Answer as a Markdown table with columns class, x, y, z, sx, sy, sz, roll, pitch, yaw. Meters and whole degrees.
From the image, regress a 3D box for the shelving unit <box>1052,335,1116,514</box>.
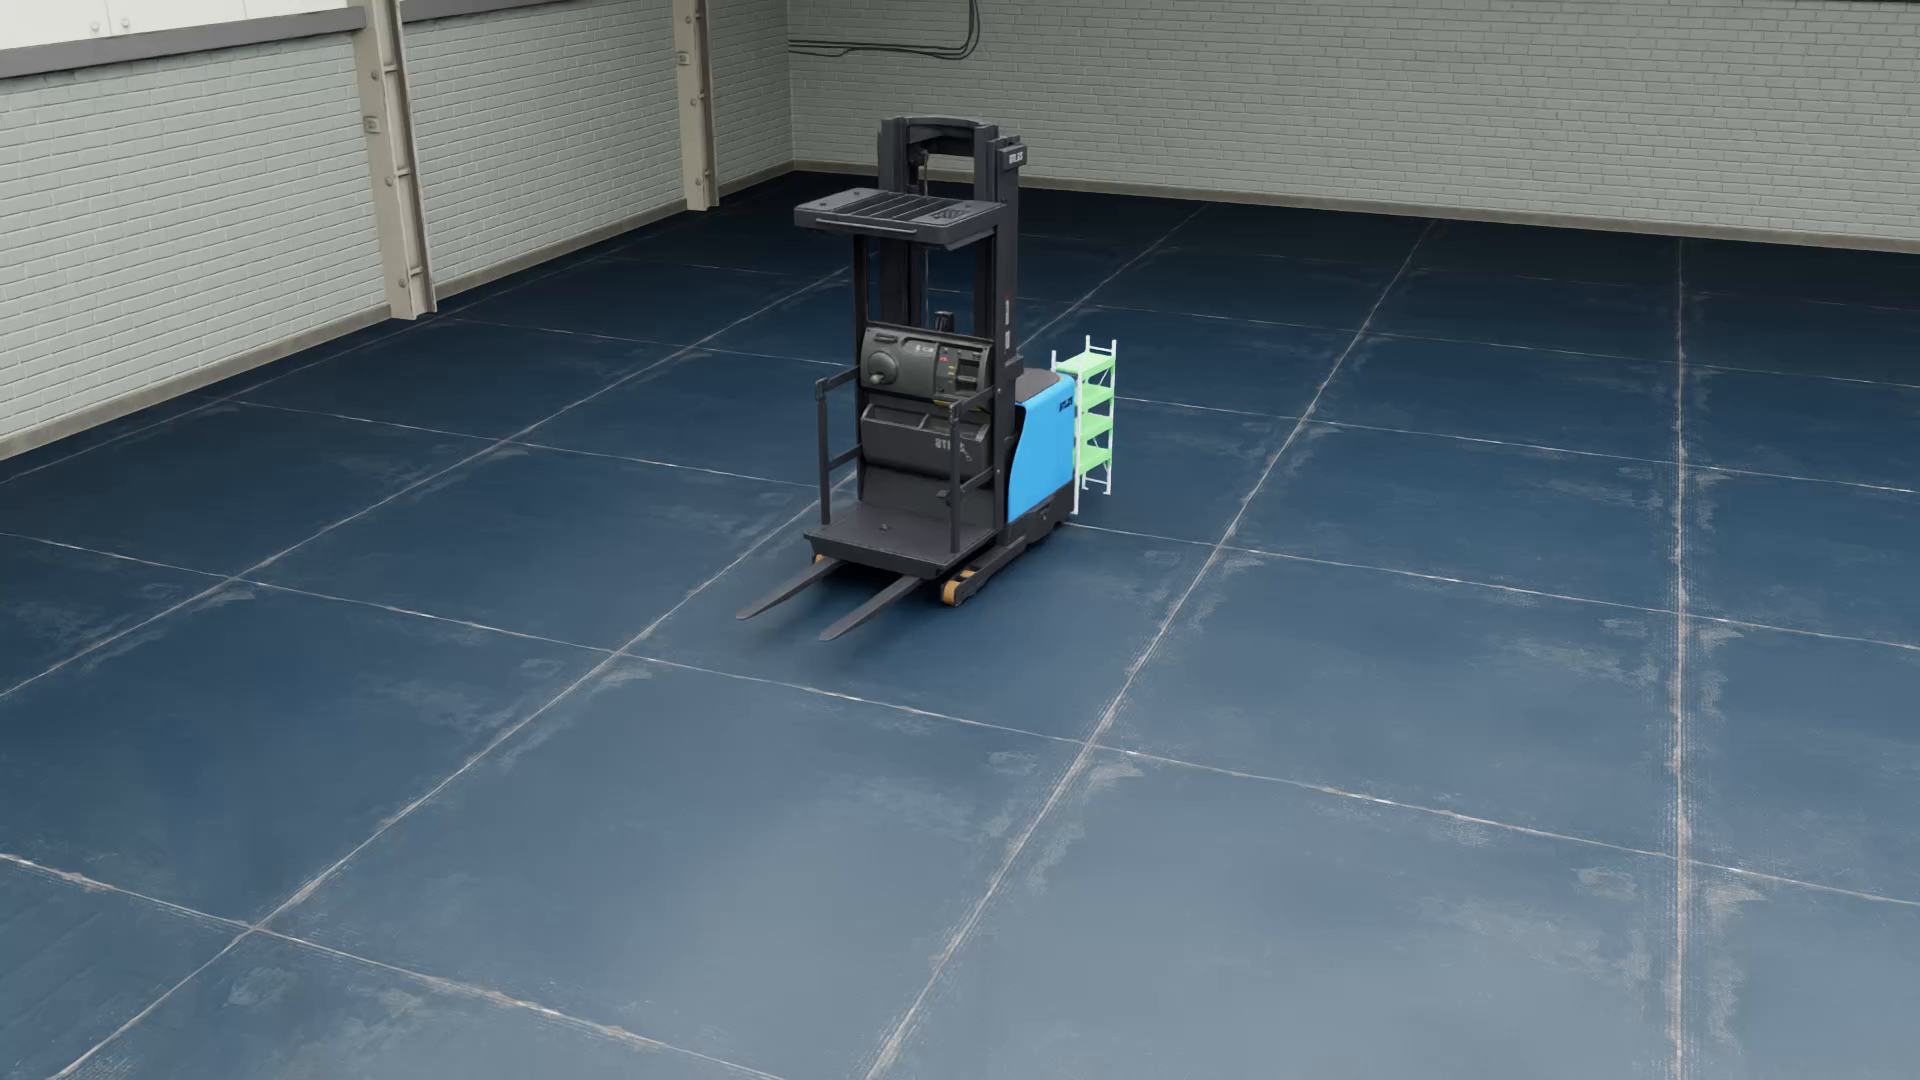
| class | x | y | z | sx | sy | sz | roll | pitch | yaw |
| --- | --- | --- | --- | --- | --- | --- | --- | --- | --- |
| shelving unit | 0.897 | -0.848 | 12.223 | 0.258 | 1.200 | 0.503 | 14 | 27 | 31 |

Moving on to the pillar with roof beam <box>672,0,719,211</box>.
| class | x | y | z | sx | sy | sz | roll | pitch | yaw |
| --- | --- | --- | --- | --- | --- | --- | --- | --- | --- |
| pillar with roof beam | 0.504 | -8.049 | 19.344 | 9.100 | 9.000 | 0.400 | 9 | 24 | 20 |

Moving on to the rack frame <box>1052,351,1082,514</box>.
| class | x | y | z | sx | sy | sz | roll | pitch | yaw |
| --- | --- | --- | --- | --- | --- | --- | --- | --- | --- |
| rack frame | 0.761 | -0.770 | 12.036 | 0.240 | 1.200 | 0.015 | 14 | 27 | 31 |

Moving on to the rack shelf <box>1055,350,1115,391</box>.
| class | x | y | z | sx | sy | sz | roll | pitch | yaw |
| --- | --- | --- | --- | --- | --- | --- | --- | --- | --- |
| rack shelf | 0.897 | -1.232 | 12.063 | 0.258 | 0.148 | 0.480 | 14 | 27 | 31 |

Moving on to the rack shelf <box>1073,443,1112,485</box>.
| class | x | y | z | sx | sy | sz | roll | pitch | yaw |
| --- | --- | --- | --- | --- | --- | --- | --- | --- | --- |
| rack shelf | 0.897 | -0.568 | 12.340 | 0.258 | 0.148 | 0.480 | 14 | 27 | 31 |

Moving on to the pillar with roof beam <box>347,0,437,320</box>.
| class | x | y | z | sx | sy | sz | roll | pitch | yaw |
| --- | --- | --- | --- | --- | --- | --- | --- | --- | --- |
| pillar with roof beam | -1.724 | -5.902 | 14.204 | 9.100 | 9.000 | 0.400 | 9 | 24 | 20 |

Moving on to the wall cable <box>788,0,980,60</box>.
| class | x | y | z | sx | sy | sz | roll | pitch | yaw |
| --- | --- | --- | --- | --- | --- | --- | --- | --- | --- |
| wall cable | -1.171 | -8.097 | 23.489 | 3.097 | 2.526 | 0.112 | 9 | 24 | 20 |

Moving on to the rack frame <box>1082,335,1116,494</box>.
| class | x | y | z | sx | sy | sz | roll | pitch | yaw |
| --- | --- | --- | --- | --- | --- | --- | --- | --- | --- |
| rack frame | 1.033 | -0.926 | 12.410 | 0.240 | 1.200 | 0.015 | 14 | 27 | 31 |

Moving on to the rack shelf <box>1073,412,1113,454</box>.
| class | x | y | z | sx | sy | sz | roll | pitch | yaw |
| --- | --- | --- | --- | --- | --- | --- | --- | --- | --- |
| rack shelf | 0.897 | -0.789 | 12.248 | 0.258 | 0.148 | 0.480 | 14 | 27 | 31 |

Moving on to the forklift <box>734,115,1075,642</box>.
| class | x | y | z | sx | sy | sz | roll | pitch | yaw |
| --- | --- | --- | --- | --- | --- | --- | --- | --- | --- |
| forklift | -0.333 | -1.124 | 10.639 | 1.130 | 2.935 | 3.031 | 12 | 26 | 27 |

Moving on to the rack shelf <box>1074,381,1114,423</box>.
| class | x | y | z | sx | sy | sz | roll | pitch | yaw |
| --- | --- | --- | --- | --- | --- | --- | --- | --- | --- |
| rack shelf | 0.897 | -1.011 | 12.155 | 0.258 | 0.148 | 0.480 | 14 | 27 | 31 |
